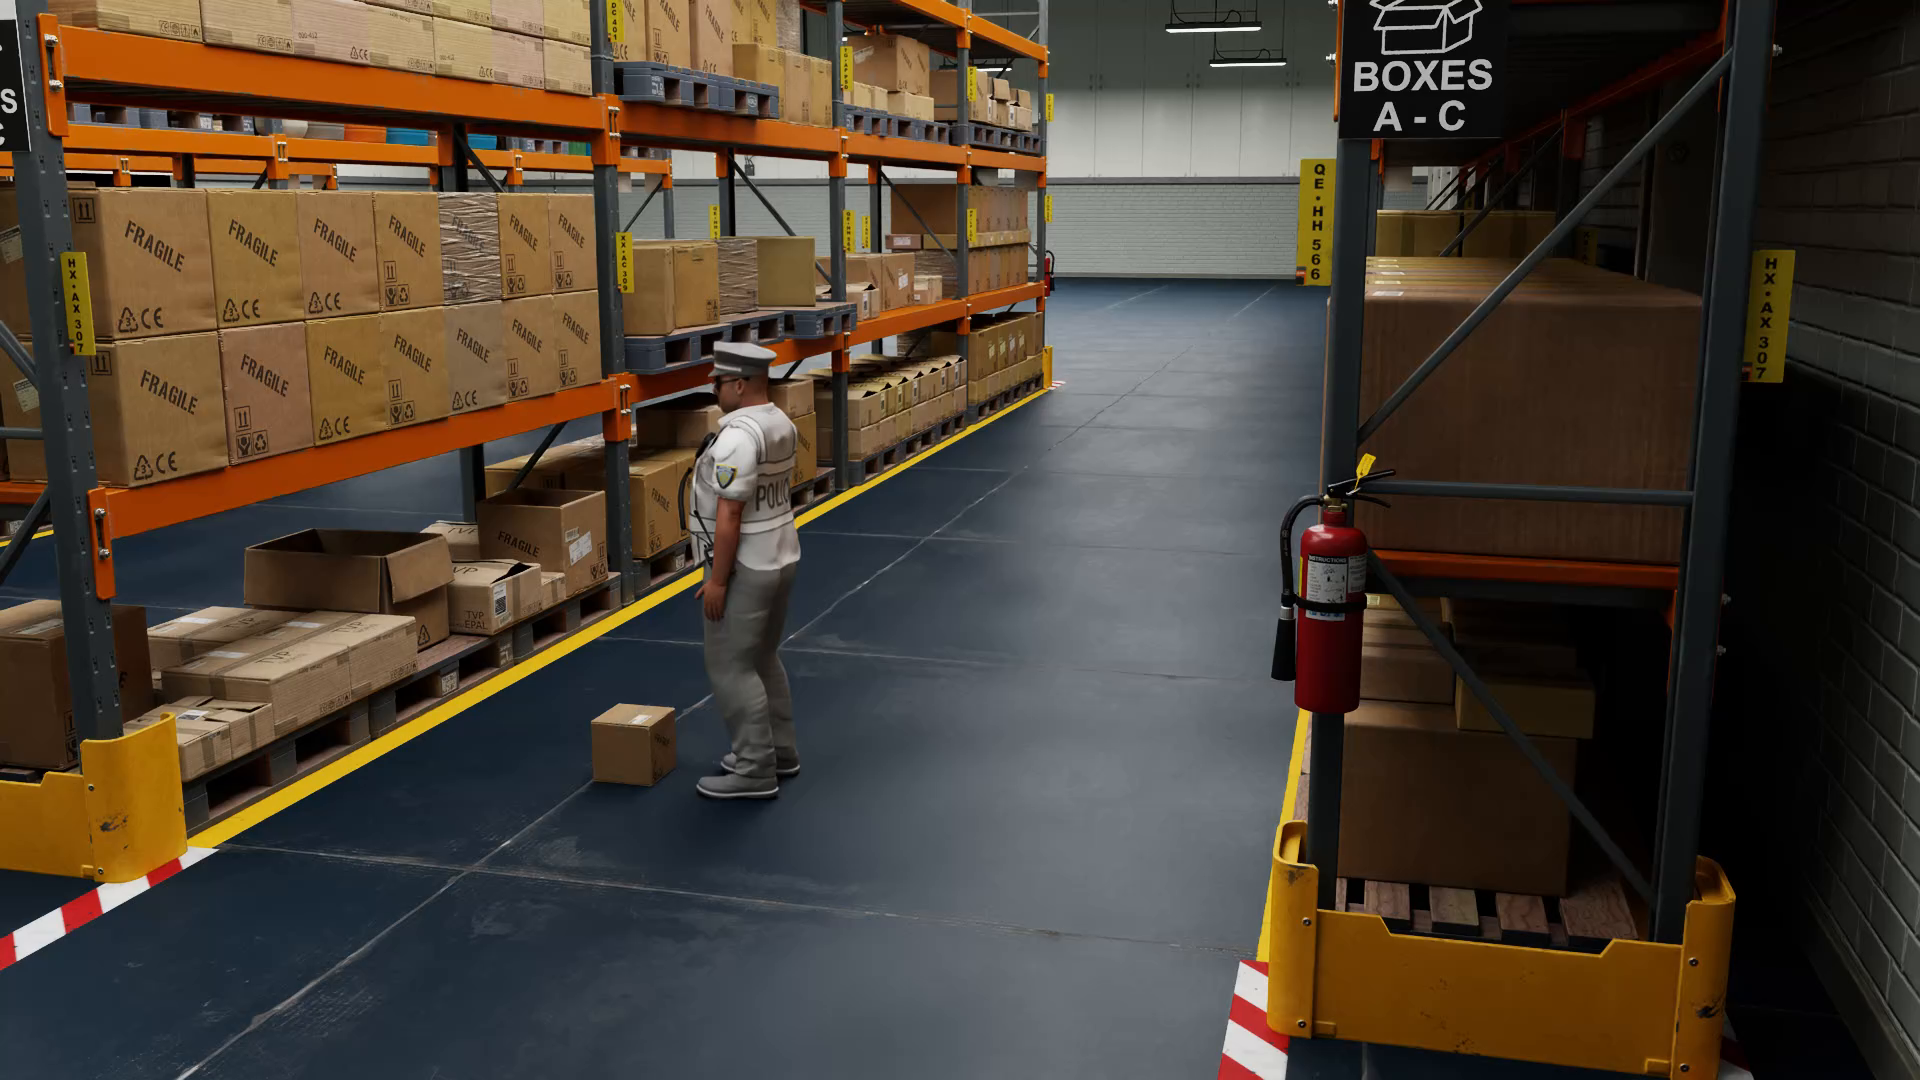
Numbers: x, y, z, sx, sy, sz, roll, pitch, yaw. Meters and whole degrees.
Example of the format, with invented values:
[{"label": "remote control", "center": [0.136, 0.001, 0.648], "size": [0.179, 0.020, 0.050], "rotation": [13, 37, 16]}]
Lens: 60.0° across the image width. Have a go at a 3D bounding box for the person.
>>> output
[{"label": "person", "center": [-0.833, 0.113, 6.380], "size": [0.393, 1.746, 0.528], "rotation": [3, 12, 15]}]
